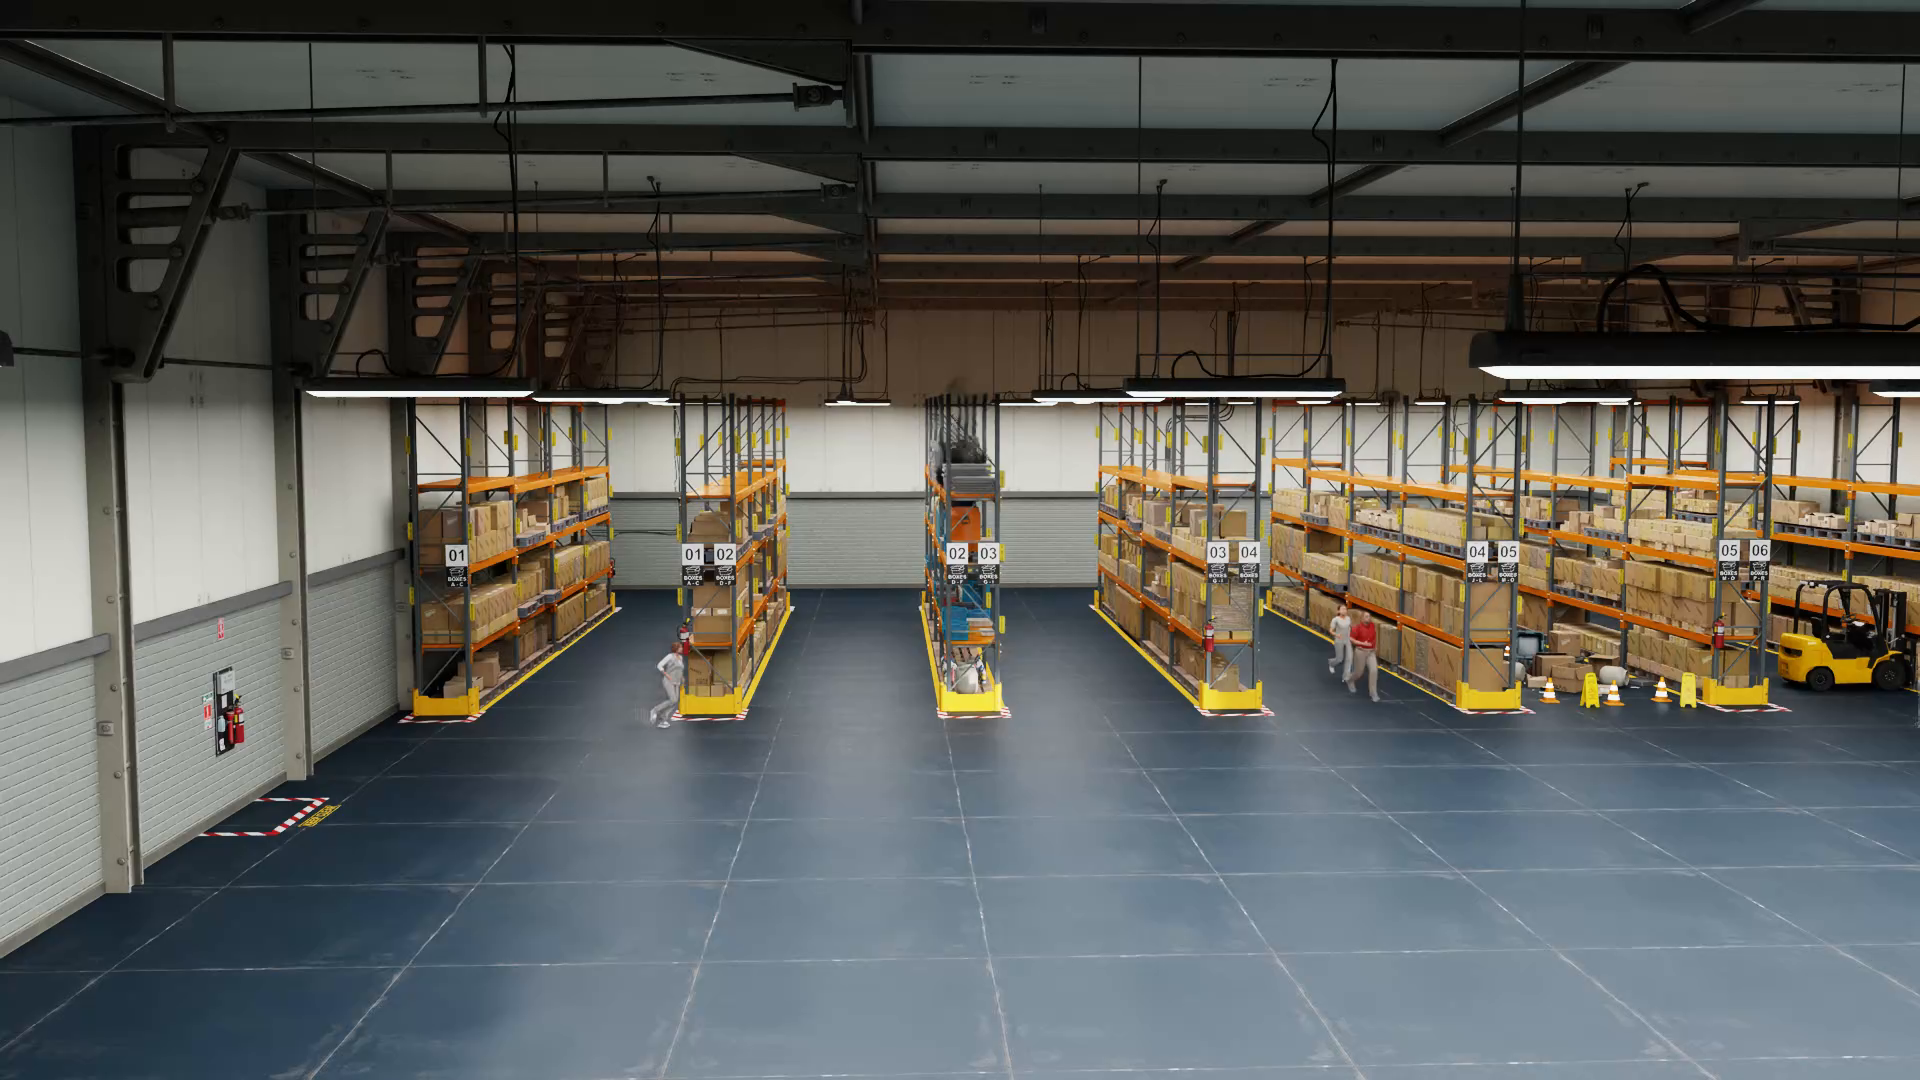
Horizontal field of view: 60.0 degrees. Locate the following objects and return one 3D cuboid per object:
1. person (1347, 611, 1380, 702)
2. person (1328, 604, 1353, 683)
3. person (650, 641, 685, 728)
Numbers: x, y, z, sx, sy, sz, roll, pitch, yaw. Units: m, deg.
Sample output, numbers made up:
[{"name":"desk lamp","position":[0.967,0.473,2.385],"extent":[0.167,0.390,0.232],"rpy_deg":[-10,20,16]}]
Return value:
[{"name":"person","position":[7.991,2.278,32.821],"extent":[0.692,1.761,0.921],"rpy_deg":[-2,5,-22]},{"name":"person","position":[8.032,2.155,34.871],"extent":[0.583,1.635,0.894],"rpy_deg":[-1,5,-13]},{"name":"person","position":[-5.235,2.594,30.009],"extent":[0.543,1.513,0.618],"rpy_deg":[2,5,24]}]
